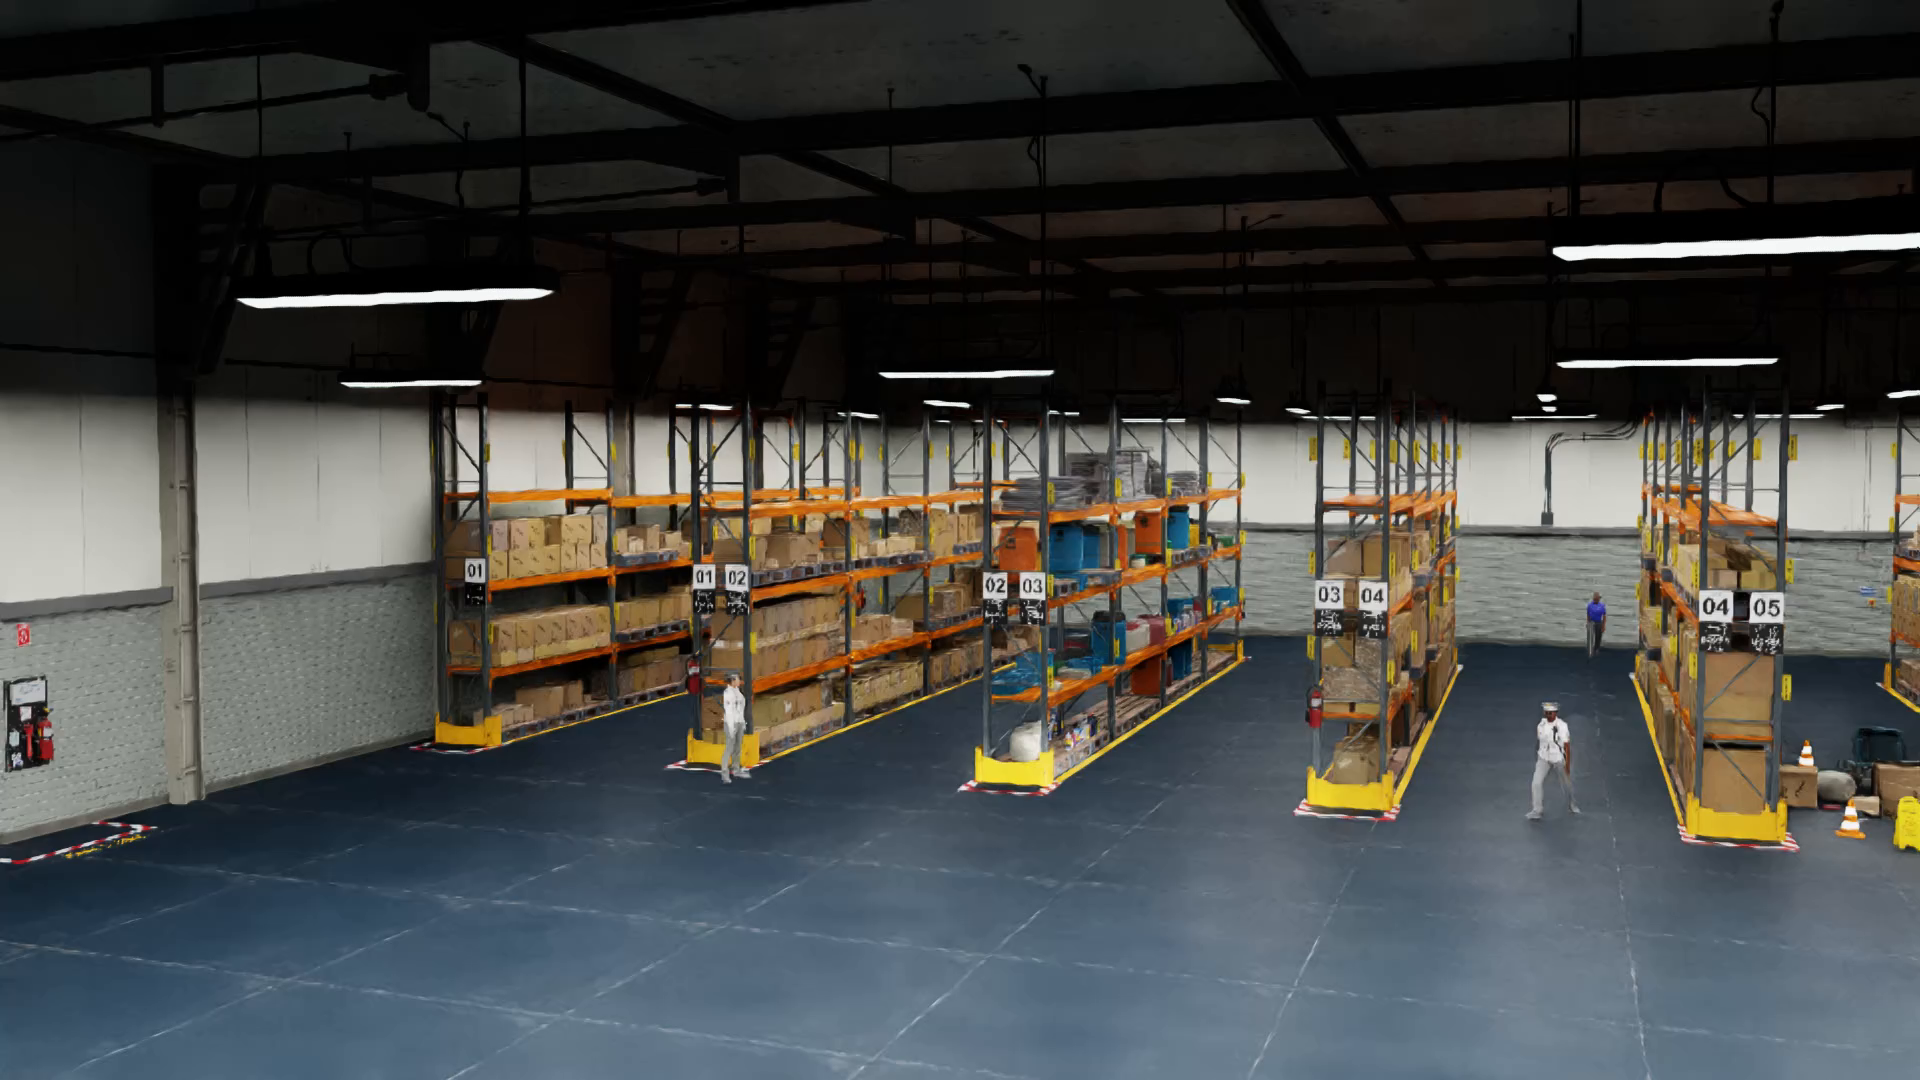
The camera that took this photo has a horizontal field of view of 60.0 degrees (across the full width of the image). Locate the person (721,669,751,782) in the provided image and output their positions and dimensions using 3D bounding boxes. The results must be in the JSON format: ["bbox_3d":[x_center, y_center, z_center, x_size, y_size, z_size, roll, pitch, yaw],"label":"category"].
[{"bbox_3d":[-3.429,2.797,25.293,0.365,1.686,0.602,1,3,13],"label":"person"}]

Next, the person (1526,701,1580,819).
[{"bbox_3d":[8.119,2.983,22.696,0.503,1.612,0.939,3,4,41],"label":"person"}]

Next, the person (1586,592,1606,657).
[{"bbox_3d":[15.485,2.040,40.456,0.447,1.571,1.069,1,3,18],"label":"person"}]
